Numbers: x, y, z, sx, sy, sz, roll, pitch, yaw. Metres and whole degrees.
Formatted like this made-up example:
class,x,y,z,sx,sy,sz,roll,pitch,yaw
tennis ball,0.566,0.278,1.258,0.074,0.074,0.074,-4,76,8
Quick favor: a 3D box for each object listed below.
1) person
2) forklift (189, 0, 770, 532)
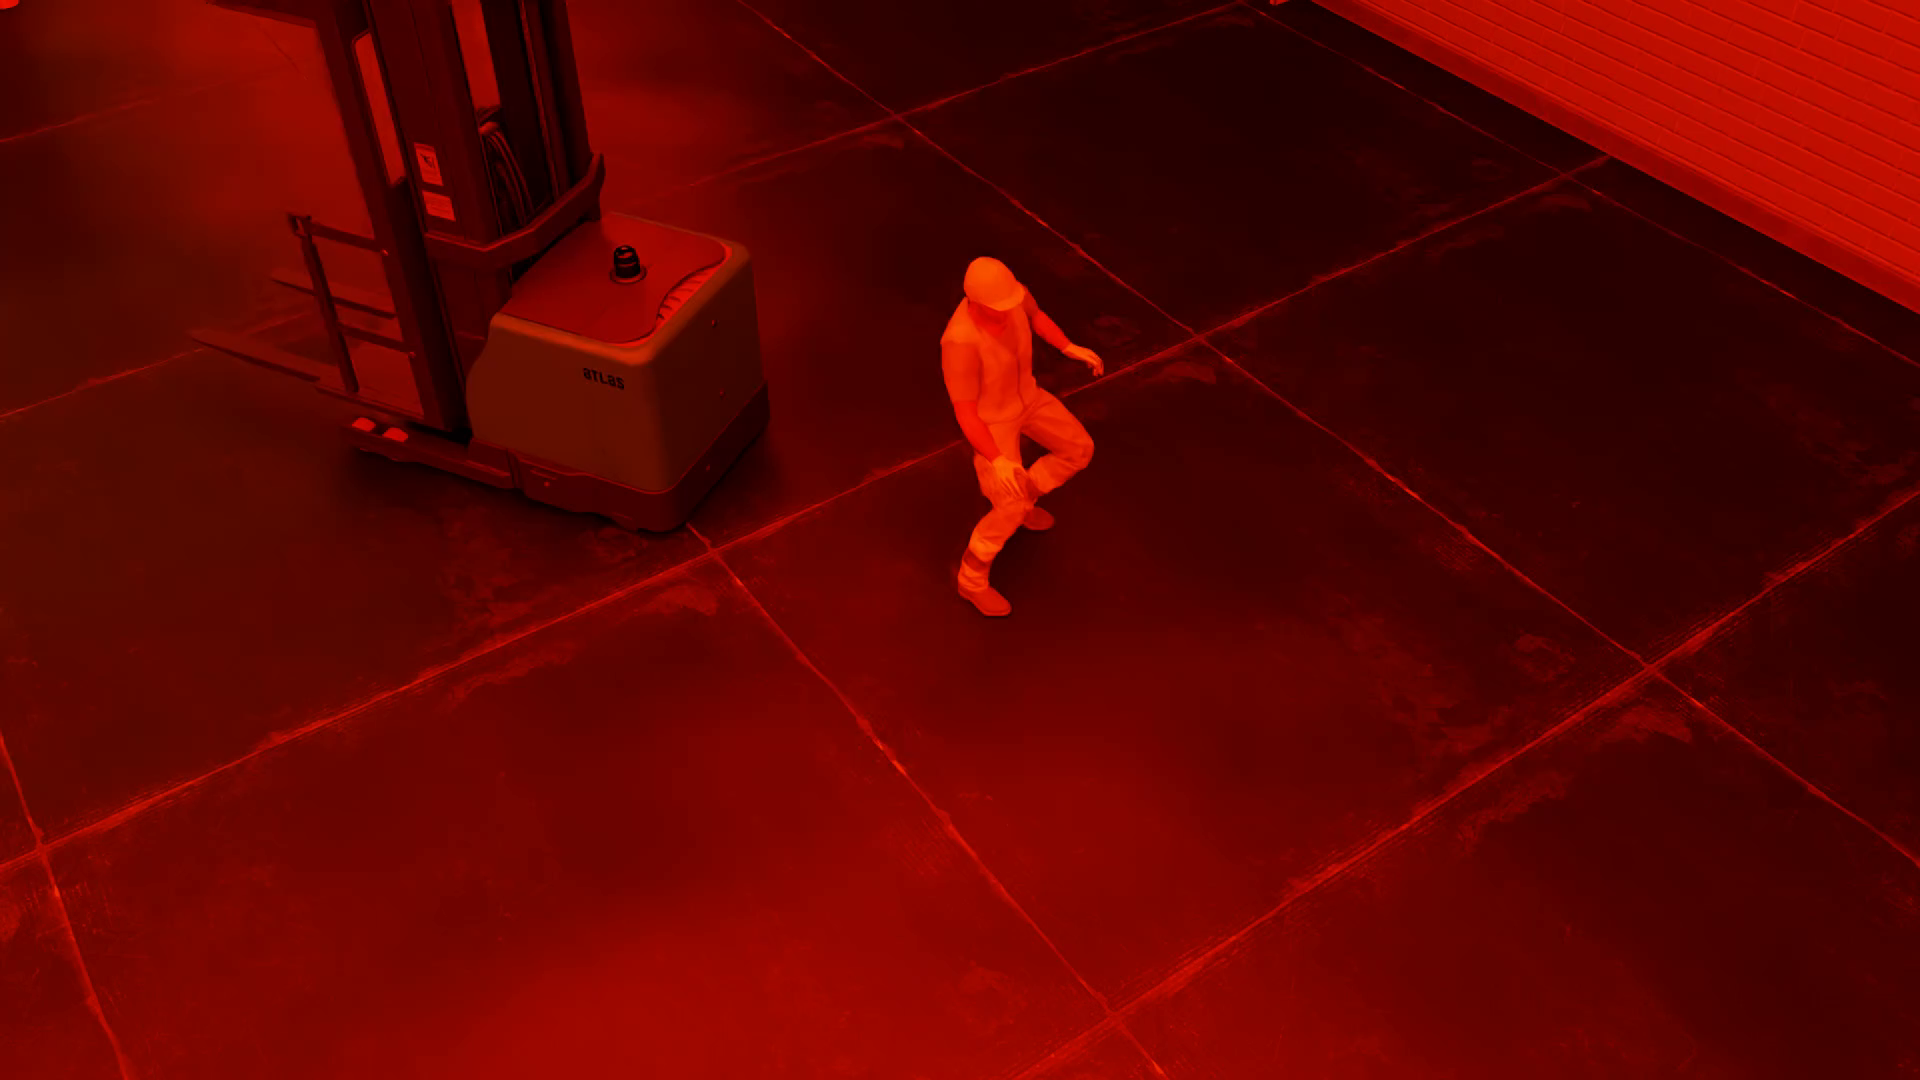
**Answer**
class,x,y,z,sx,sy,sz,roll,pitch,yaw
person,0.257,-0.534,7.266,0.632,1.624,0.907,26,49,25
forklift,-2.528,-1.780,7.647,3.031,2.935,1.130,17,45,17
